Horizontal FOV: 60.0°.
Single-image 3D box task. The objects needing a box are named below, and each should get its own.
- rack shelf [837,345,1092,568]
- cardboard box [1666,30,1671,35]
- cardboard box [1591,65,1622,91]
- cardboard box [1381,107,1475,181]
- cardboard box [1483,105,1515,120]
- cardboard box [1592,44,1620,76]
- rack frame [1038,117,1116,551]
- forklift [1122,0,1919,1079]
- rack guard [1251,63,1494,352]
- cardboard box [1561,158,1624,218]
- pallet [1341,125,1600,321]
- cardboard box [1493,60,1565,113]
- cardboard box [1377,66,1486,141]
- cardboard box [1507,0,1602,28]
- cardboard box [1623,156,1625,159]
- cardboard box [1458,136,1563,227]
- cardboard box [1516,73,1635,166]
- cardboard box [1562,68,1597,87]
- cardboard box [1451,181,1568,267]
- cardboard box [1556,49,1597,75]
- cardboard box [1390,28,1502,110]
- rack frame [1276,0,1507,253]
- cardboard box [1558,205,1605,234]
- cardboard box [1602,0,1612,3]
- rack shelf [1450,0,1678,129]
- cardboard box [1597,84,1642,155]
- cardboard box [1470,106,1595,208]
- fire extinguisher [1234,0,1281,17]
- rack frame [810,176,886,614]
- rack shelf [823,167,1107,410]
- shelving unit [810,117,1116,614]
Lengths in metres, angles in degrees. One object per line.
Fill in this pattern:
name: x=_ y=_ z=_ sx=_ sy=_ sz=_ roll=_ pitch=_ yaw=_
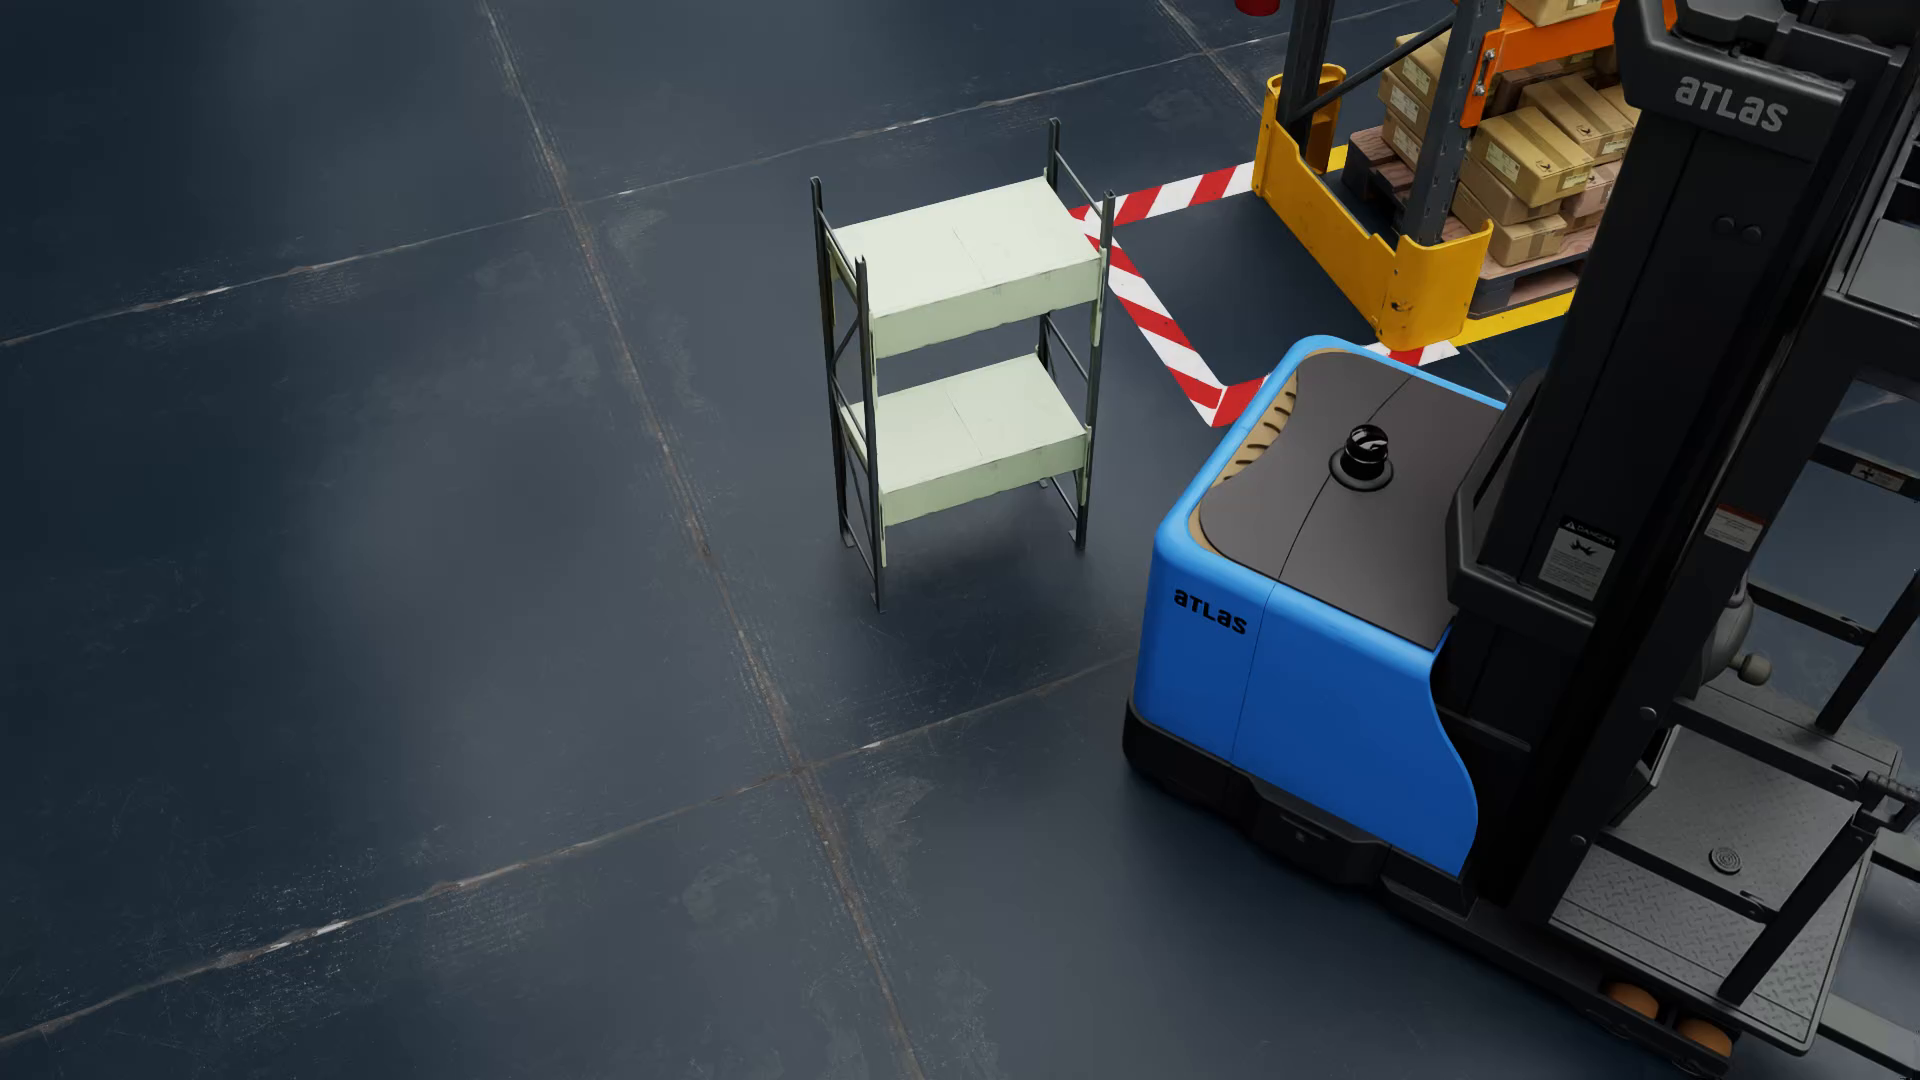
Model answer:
rack shelf: x=0.006 y=-0.278 z=5.430 sx=0.720 sy=0.370 sz=0.431 roll=-17 pitch=52 yaw=-14
cardboard box: x=2.853 y=-2.193 z=6.866 sx=0.250 sy=0.149 sz=0.380 roll=-15 pitch=51 yaw=-13
cardboard box: x=2.670 y=-1.932 z=6.838 sx=0.250 sy=0.149 sz=0.380 roll=-18 pitch=52 yaw=-15
cardboard box: x=1.929 y=-1.626 z=6.771 sx=0.250 sy=0.149 sz=0.380 roll=-16 pitch=51 yaw=-14
cardboard box: x=2.164 y=-1.814 z=6.737 sx=0.250 sy=0.149 sz=0.380 roll=-18 pitch=52 yaw=-15
cardboard box: x=2.625 y=-2.077 z=6.767 sx=0.250 sy=0.149 sz=0.380 roll=-19 pitch=52 yaw=-16
rack frame: x=0.345 y=-0.596 z=5.273 sx=0.023 sy=1.500 sz=0.400 roll=-17 pitch=52 yaw=-14
forklift: x=2.017 y=0.027 z=3.794 sx=3.031 sy=2.935 sz=1.130 roll=26 pitch=54 yaw=20
rack guard: x=1.591 y=-1.328 z=6.561 sx=0.348 sy=0.500 sz=1.175 roll=-17 pitch=52 yaw=-14
cardboard box: x=2.378 y=-1.434 z=6.411 sx=0.250 sy=0.149 sz=0.380 roll=-17 pitch=52 yaw=-14
pallet: x=2.357 y=-1.442 z=6.849 sx=1.213 sy=0.211 sz=1.003 roll=-17 pitch=52 yaw=-14
cardboard box: x=2.170 y=-1.884 z=6.601 sx=0.250 sy=0.149 sz=0.380 roll=-16 pitch=51 yaw=-14
cardboard box: x=1.902 y=-1.777 z=6.705 sx=0.250 sy=0.149 sz=0.380 roll=-18 pitch=52 yaw=-15
cardboard box: x=1.945 y=-1.901 z=5.571 sx=0.250 sy=0.149 sz=0.380 roll=-18 pitch=52 yaw=-15
cardboard box: x=2.571 y=-1.566 z=6.524 sx=0.250 sy=0.149 sz=0.380 roll=-17 pitch=51 yaw=-14
cardboard box: x=2.103 y=-1.395 z=6.377 sx=0.250 sy=0.149 sz=0.380 roll=-15 pitch=51 yaw=-13
cardboard box: x=2.344 y=-1.597 z=6.355 sx=0.250 sy=0.149 sz=0.380 roll=-16 pitch=51 yaw=-14
cardboard box: x=2.382 y=-1.927 z=6.834 sx=0.250 sy=0.149 sz=0.380 roll=-19 pitch=52 yaw=-16
cardboard box: x=2.127 y=-1.254 z=6.452 sx=0.250 sy=0.149 sz=0.380 roll=-16 pitch=51 yaw=-14
cardboard box: x=2.361 y=-2.047 z=6.741 sx=0.250 sy=0.149 sz=0.380 roll=-18 pitch=52 yaw=-15
cardboard box: x=1.915 y=-1.852 z=6.573 sx=0.250 sy=0.149 sz=0.380 roll=-17 pitch=51 yaw=-14
rack frame: x=1.521 y=-2.120 z=5.594 sx=0.127 sy=3.000 sz=1.000 roll=-17 pitch=52 yaw=-14
cardboard box: x=2.338 y=-1.386 z=6.566 sx=0.250 sy=0.149 sz=0.380 roll=-17 pitch=52 yaw=-14
cardboard box: x=2.165 y=-2.003 z=5.659 sx=0.250 sy=0.149 sz=0.380 roll=-16 pitch=51 yaw=-13
rack shelf: x=3.372 y=-2.460 z=6.359 sx=4.000 sy=0.370 sz=1.077 roll=-17 pitch=52 yaw=-14
cardboard box: x=2.626 y=-1.580 z=6.340 sx=0.250 sy=0.149 sz=0.380 roll=-17 pitch=52 yaw=-14
cardboard box: x=2.134 y=-1.434 z=6.214 sx=0.250 sy=0.149 sz=0.380 roll=-19 pitch=52 yaw=-16
fire extinguisher: x=1.113 y=-2.225 z=5.981 sx=0.183 sy=0.674 sz=0.296 roll=-17 pitch=52 yaw=-14
rack frame: x=-0.333 y=-0.386 z=5.093 sx=0.023 sy=1.500 sz=0.400 roll=-17 pitch=52 yaw=-14
rack shelf: x=0.006 y=-0.745 z=4.887 sx=0.720 sy=0.370 sz=0.431 roll=-17 pitch=52 yaw=-14
shelving unit: x=0.006 y=-0.491 z=5.183 sx=0.755 sy=1.500 sz=0.431 roll=-17 pitch=52 yaw=-14
